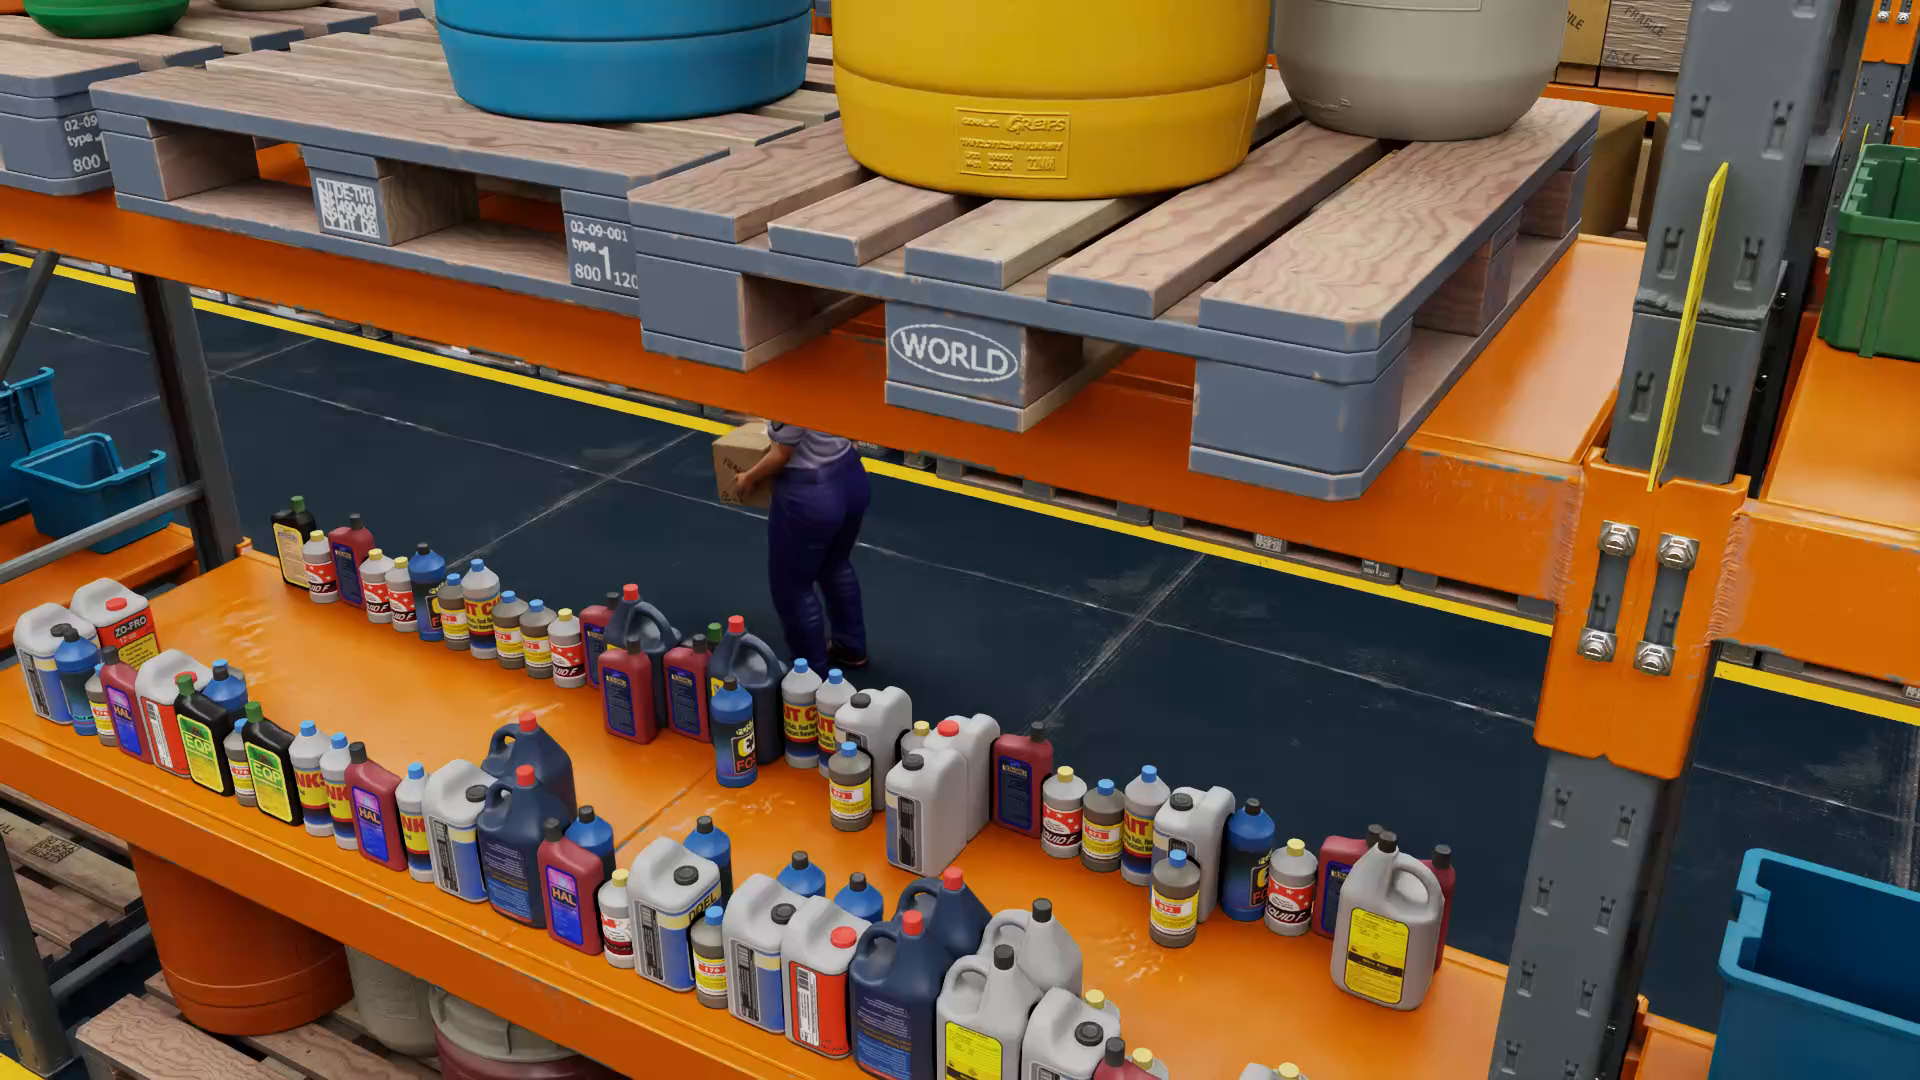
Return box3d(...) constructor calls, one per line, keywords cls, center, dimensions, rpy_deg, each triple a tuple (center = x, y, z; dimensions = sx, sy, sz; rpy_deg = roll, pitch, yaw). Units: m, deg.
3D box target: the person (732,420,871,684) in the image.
box3d(cls="person", center=(-0.617, -0.184, 6.487), dimensions=(0.476, 1.654, 0.487), rpy_deg=(14, 30, 26))
